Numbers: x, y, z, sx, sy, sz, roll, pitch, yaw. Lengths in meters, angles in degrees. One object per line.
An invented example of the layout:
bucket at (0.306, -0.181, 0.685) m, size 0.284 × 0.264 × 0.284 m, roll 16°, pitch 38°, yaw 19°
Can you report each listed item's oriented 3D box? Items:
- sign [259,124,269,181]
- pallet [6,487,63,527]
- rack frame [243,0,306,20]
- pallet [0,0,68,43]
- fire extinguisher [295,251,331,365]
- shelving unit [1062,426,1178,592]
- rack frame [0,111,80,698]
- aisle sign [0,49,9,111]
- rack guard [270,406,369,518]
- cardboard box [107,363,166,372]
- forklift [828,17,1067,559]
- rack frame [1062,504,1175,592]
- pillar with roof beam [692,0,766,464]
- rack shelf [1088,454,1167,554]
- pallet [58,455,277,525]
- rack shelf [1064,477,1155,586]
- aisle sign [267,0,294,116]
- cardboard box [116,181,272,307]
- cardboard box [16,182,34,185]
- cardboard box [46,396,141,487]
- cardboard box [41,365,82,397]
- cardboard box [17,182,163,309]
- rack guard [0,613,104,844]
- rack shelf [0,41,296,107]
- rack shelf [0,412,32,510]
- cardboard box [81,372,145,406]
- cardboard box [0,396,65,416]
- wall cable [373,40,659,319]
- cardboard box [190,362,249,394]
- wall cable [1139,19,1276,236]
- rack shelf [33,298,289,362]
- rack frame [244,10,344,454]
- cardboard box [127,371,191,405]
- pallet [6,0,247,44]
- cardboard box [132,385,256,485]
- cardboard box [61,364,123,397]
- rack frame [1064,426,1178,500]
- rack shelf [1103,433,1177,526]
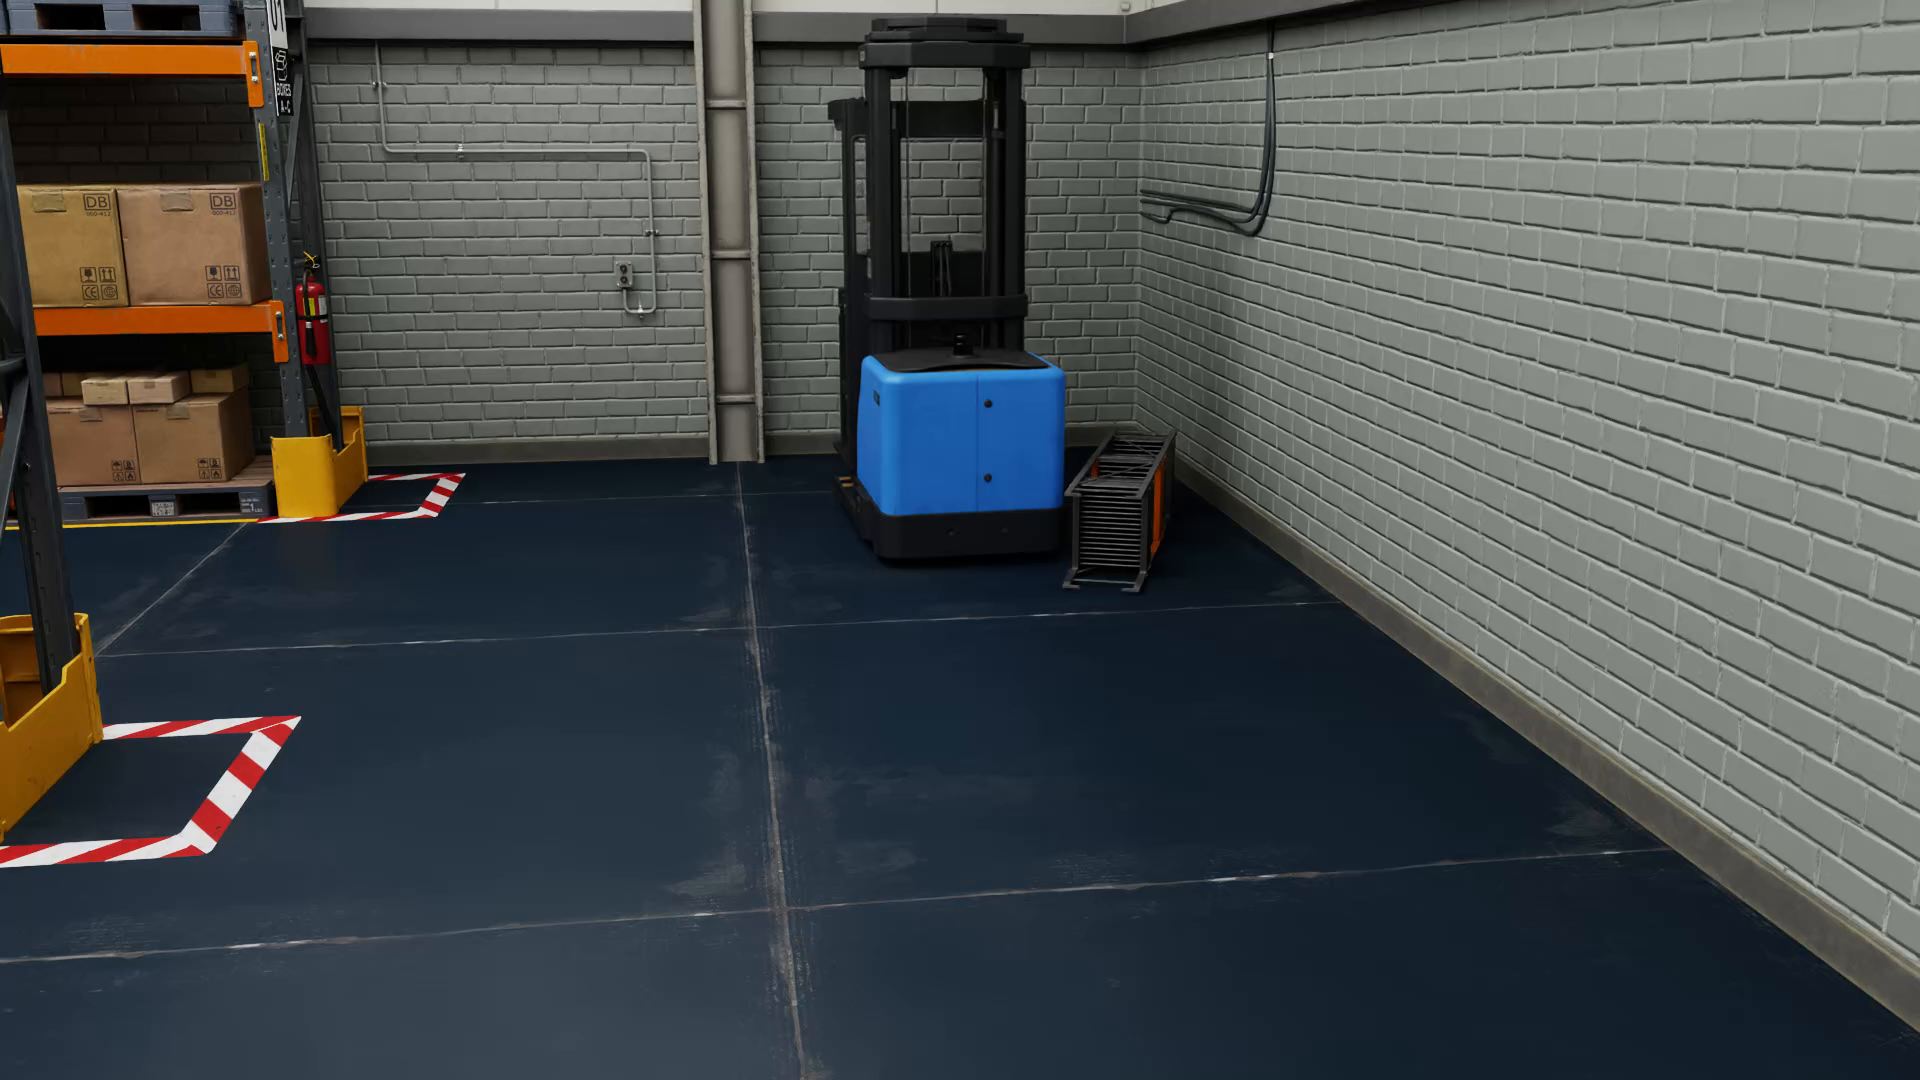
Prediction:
sign at (-4.088, -2.278, 9.773) m, size 0.005 × 0.325 × 0.100 m, roll -2°, pitch 14°, yaw -8°
pallet at (-6.138, -0.289, 10.440) m, size 1.213 × 0.211 × 1.003 m, roll -2°, pitch 14°, yaw -8°
rack frame at (-4.155, -4.643, 9.735) m, size 0.127 × 3.000 × 1.000 m, roll -2°, pitch 14°, yaw -8°
pallet at (-6.096, -3.070, 9.814) m, size 1.213 × 0.211 × 1.003 m, roll -2°, pitch 14°, yaw -8°
fire extinguisher at (-3.937, -1.409, 10.099) m, size 0.183 × 0.674 × 0.296 m, roll -2°, pitch 14°, yaw -8°
shelving unit at (0.950, -0.226, 9.549) m, size 0.431 × 0.503 × 2.100 m, roll 3°, pitch 14°, yaw 12°
rack frame at (-3.414, -0.541, 5.714) m, size 0.127 × 3.000 × 1.000 m, roll -2°, pitch 14°, yaw -8°
aisle sign at (-3.390, -1.875, 5.689) m, size 0.004 × 0.787 × 0.394 m, roll -2°, pitch 14°, yaw -8°
rack guard at (-4.132, -0.521, 10.772) m, size 0.348 × 0.500 × 1.175 m, roll -2°, pitch 14°, yaw -8°
cardboard box at (-5.240, -1.023, 10.578) m, size 0.250 × 0.149 × 0.380 m, roll -2°, pitch 14°, yaw -8°
forklift at (-0.201, -1.631, 10.199) m, size 1.130 × 2.935 × 3.031 m, roll -3°, pitch 14°, yaw -11°
rack frame at (0.950, 0.011, 9.606) m, size 0.400 × 0.015 × 2.100 m, roll 3°, pitch 14°, yaw 12°
pillar with roof beam at (-0.973, -3.913, 6.826) m, size 0.400 × 9.000 × 9.100 m, roll -2°, pitch 14°, yaw -8°
rack shelf at (0.947, -0.223, 9.536) m, size 0.431 × 0.480 × 0.518 m, roll 3°, pitch 14°, yaw 12°
pallet at (-4.934, -0.332, 10.614) m, size 1.213 × 0.211 × 1.003 m, roll -2°, pitch 14°, yaw -8°
rack shelf at (0.799, -0.063, 8.871) m, size 0.431 × 0.480 × 0.518 m, roll 3°, pitch 14°, yaw 12°
aisle sign at (-4.040, -2.924, 9.871) m, size 0.004 × 0.787 × 0.394 m, roll -2°, pitch 14°, yaw -8°
cardboard box at (-4.658, -1.857, 10.345) m, size 0.700 × 0.700 × 0.980 m, roll -1°, pitch 14°, yaw -6°
cardboard box at (-6.131, -1.803, 10.128) m, size 0.700 × 0.700 × 0.980 m, roll -3°, pitch 14°, yaw -11°
cardboard box at (-5.327, -0.656, 10.448) m, size 0.500 × 0.500 × 0.700 m, roll -2°, pitch 14°, yaw -8°
cardboard box at (-5.739, -1.005, 10.505) m, size 0.250 × 0.149 × 0.380 m, roll -2°, pitch 14°, yaw -8°
cardboard box at (-5.376, -1.828, 10.229) m, size 0.700 × 0.700 × 0.980 m, roll -2°, pitch 14°, yaw -9°
rack guard at (-3.489, 0.674, 6.007) m, size 0.348 × 0.500 × 1.175 m, roll -2°, pitch 14°, yaw -8°
rack shelf at (-6.133, -2.766, 9.899) m, size 4.000 × 0.370 × 1.077 m, roll -2°, pitch 14°, yaw -8°
rack shelf at (-5.391, -0.120, 5.513) m, size 4.000 × 0.370 × 1.077 m, roll -2°, pitch 14°, yaw -8°
cardboard box at (-5.185, -0.931, 10.211) m, size 0.250 × 0.149 × 0.380 m, roll -2°, pitch 14°, yaw -7°
cardboard box at (-5.825, -0.638, 10.375) m, size 0.500 × 0.500 × 0.700 m, roll -3°, pitch 14°, yaw -10°
wall cable at (-3.030, -2.500, 11.434) m, size 1.851 × 1.984 × 0.084 m, roll -2°, pitch 14°, yaw -8°
cardboard box at (-4.739, -1.042, 10.652) m, size 0.250 × 0.149 × 0.380 m, roll -2°, pitch 14°, yaw -8°
wall cable at (1.491, -3.256, 10.587) m, size 0.112 × 2.526 × 3.097 m, roll -2°, pitch 14°, yaw -8°
rack shelf at (-6.133, -1.311, 10.263) m, size 4.000 × 0.370 × 1.077 m, roll -2°, pitch 14°, yaw -8°
rack frame at (-4.155, -1.733, 10.465) m, size 0.127 × 3.000 × 1.000 m, roll -2°, pitch 14°, yaw -8°
cardboard box at (-4.932, -0.941, 10.249) m, size 0.250 × 0.149 × 0.380 m, roll -2°, pitch 14°, yaw -9°
pallet at (-4.887, -3.115, 9.994) m, size 1.213 × 0.211 × 1.003 m, roll -2°, pitch 14°, yaw -8°
cardboard box at (-4.833, -0.675, 10.521) m, size 0.500 × 0.500 × 0.700 m, roll -2°, pitch 14°, yaw -8°
cardboard box at (-5.487, -1.014, 10.542) m, size 0.250 × 0.149 × 0.380 m, roll -2°, pitch 14°, yaw -8°
rack frame at (0.951, -0.463, 9.492) m, size 0.400 × 0.015 × 2.100 m, roll 3°, pitch 14°, yaw 12°
rack shelf at (1.095, -0.383, 10.201) m, size 0.431 × 0.480 × 0.518 m, roll 3°, pitch 14°, yaw 12°
